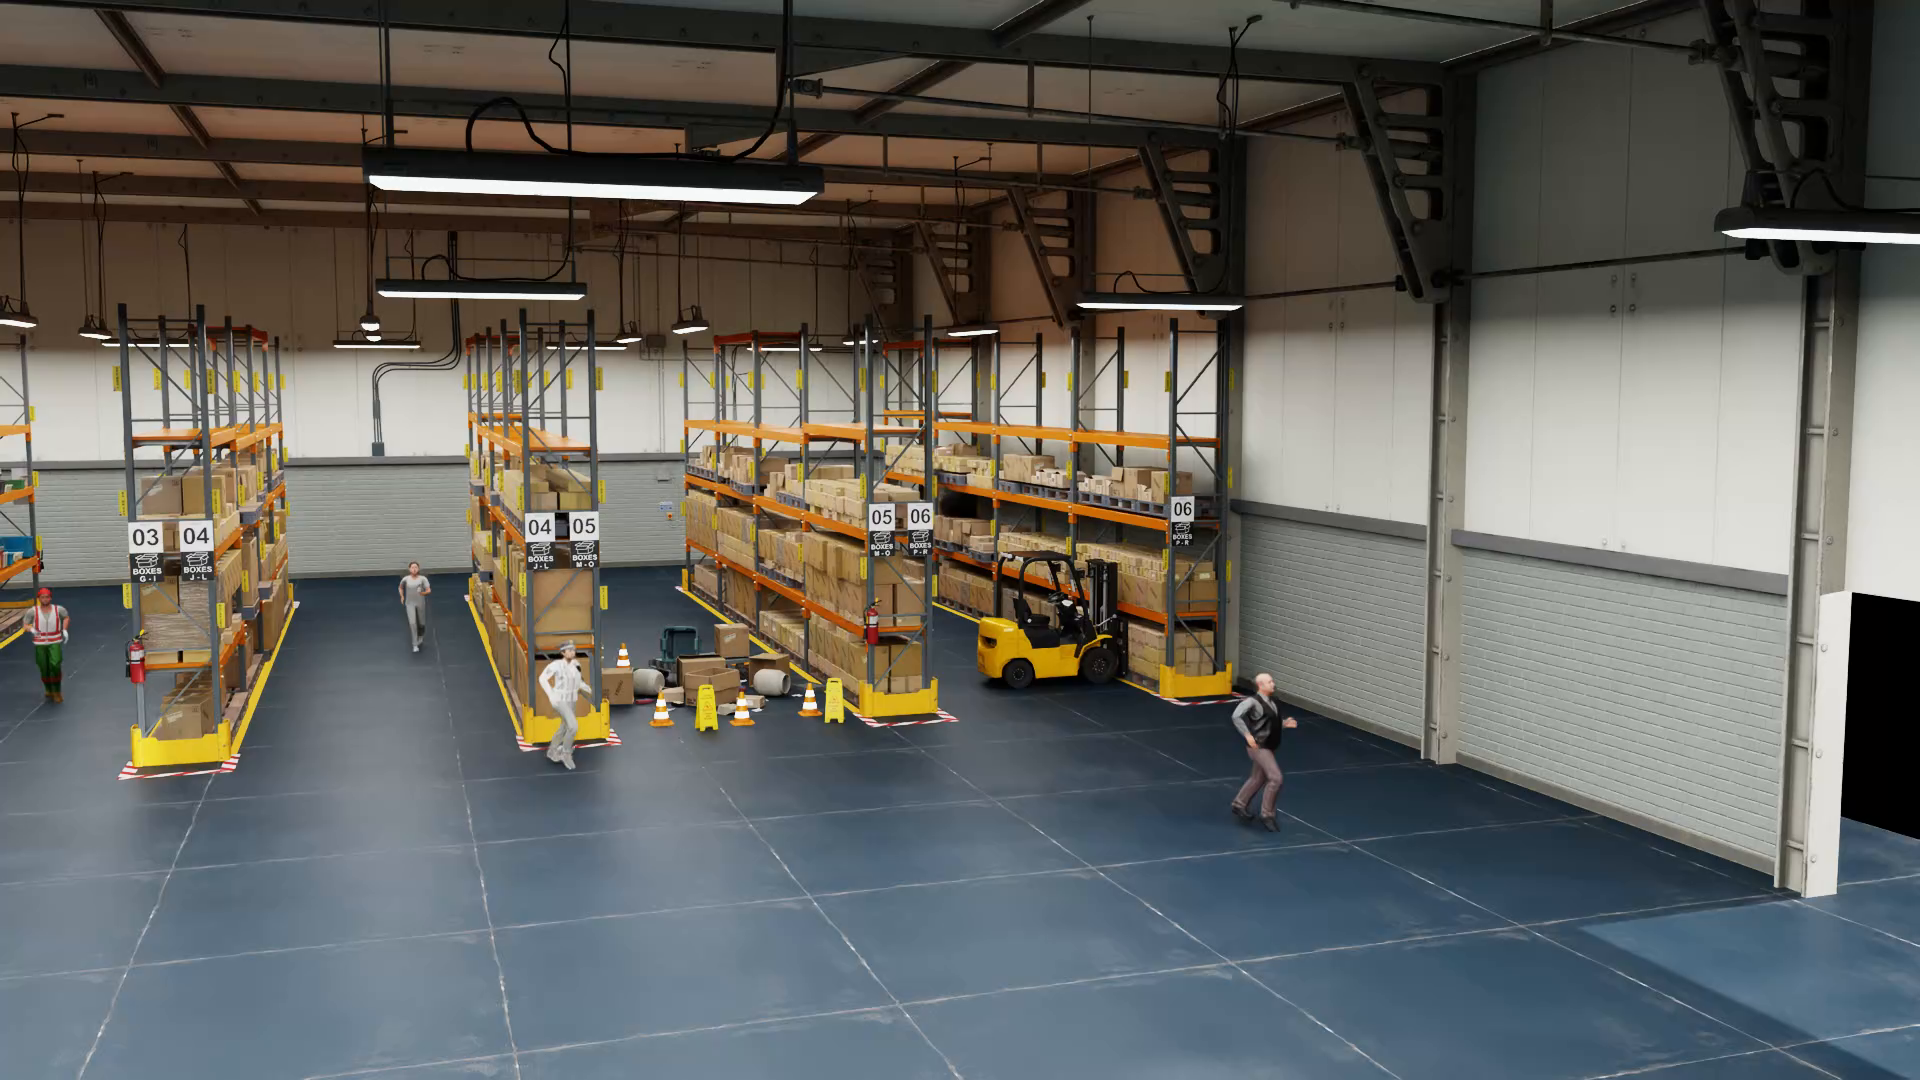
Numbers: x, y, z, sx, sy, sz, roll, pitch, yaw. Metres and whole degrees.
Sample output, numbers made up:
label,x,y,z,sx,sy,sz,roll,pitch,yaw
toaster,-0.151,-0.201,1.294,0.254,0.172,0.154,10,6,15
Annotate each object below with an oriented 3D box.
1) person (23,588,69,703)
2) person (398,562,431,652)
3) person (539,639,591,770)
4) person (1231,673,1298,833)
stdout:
label,x,y,z,sx,sy,sz,roll,pitch,yaw
person,-14.299,1.658,26.035,0.635,1.825,0.749,-3,6,-25
person,-10.187,1.232,31.090,0.575,1.625,0.914,-2,6,-20
person,-5.137,2.126,21.647,0.787,1.707,0.536,3,6,30
person,3.408,2.384,18.715,0.777,1.782,0.638,4,7,35
